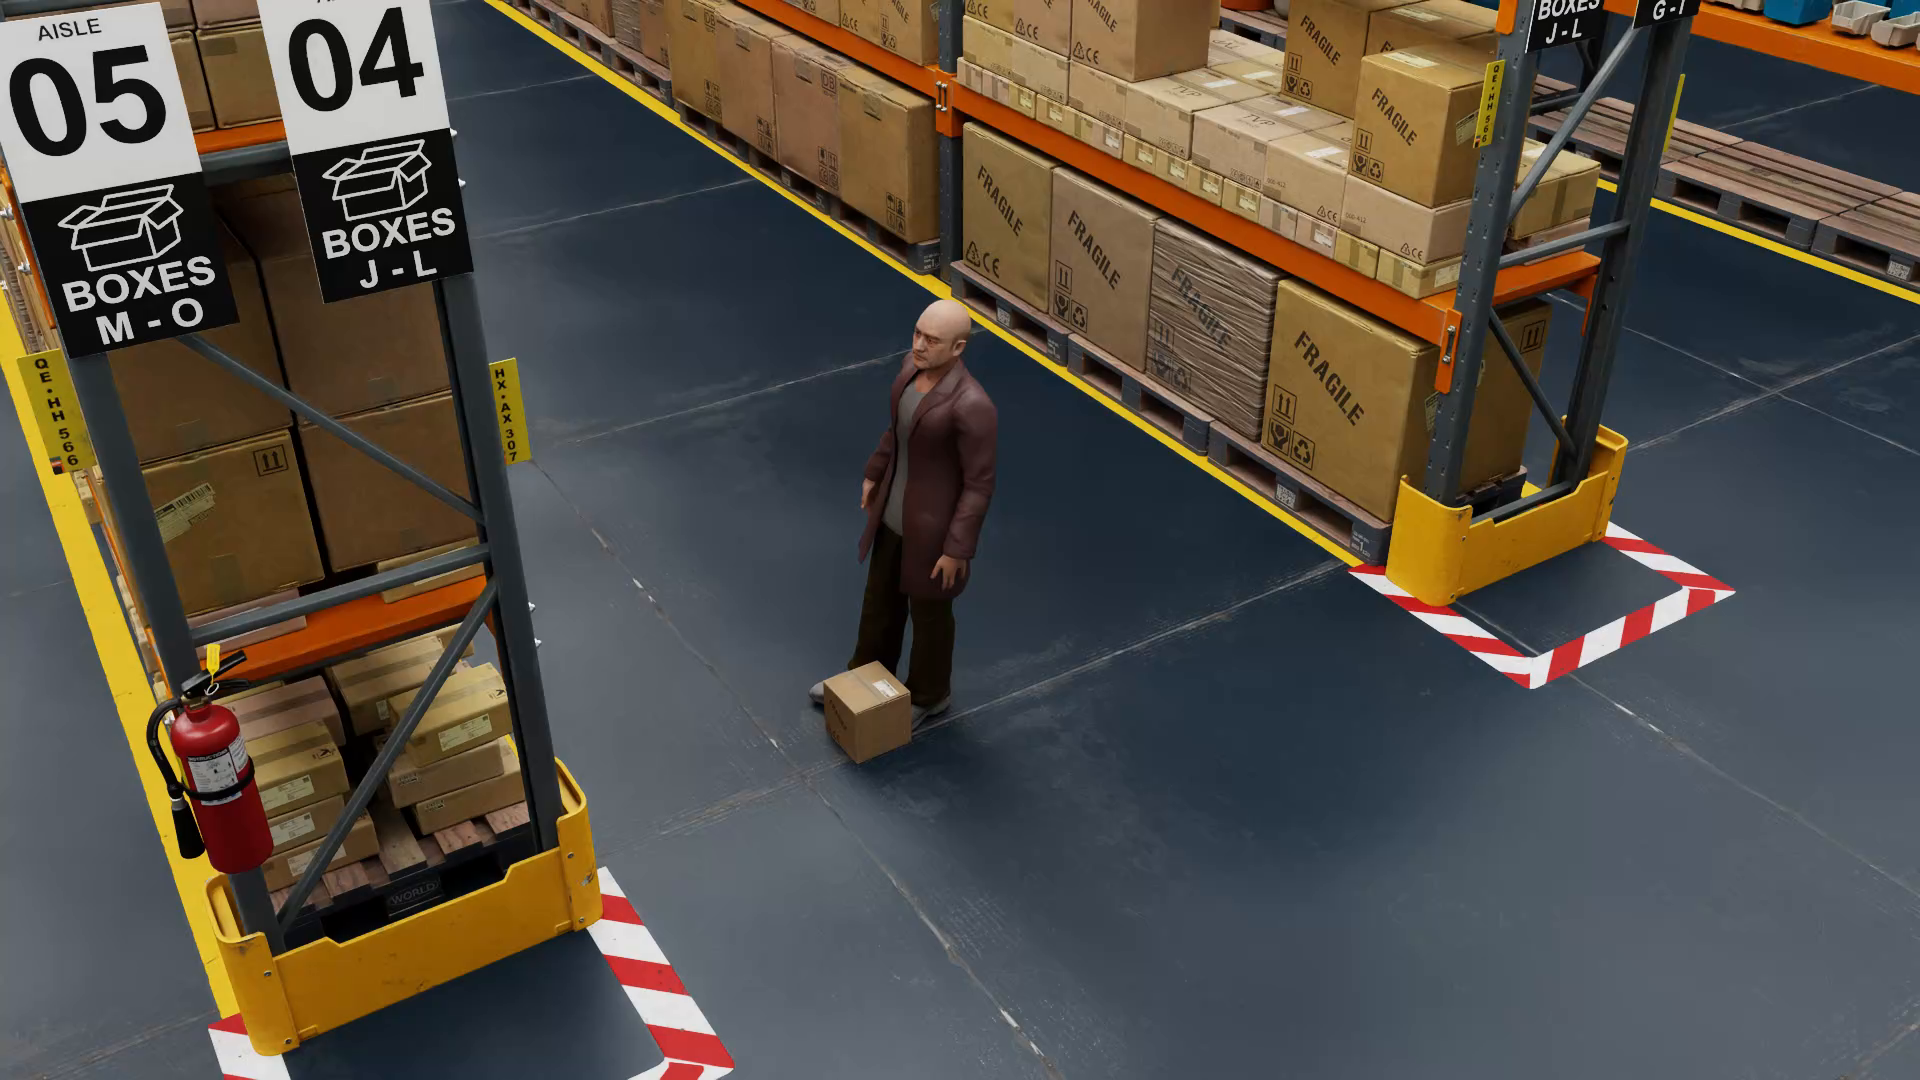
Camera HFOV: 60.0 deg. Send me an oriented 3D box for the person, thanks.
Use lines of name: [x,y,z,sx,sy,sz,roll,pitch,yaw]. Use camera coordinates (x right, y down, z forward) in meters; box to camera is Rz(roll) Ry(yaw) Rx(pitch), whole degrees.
person: [-0.215,-0.046,6.208,0.579,1.779,0.698,-19,37,-27]
